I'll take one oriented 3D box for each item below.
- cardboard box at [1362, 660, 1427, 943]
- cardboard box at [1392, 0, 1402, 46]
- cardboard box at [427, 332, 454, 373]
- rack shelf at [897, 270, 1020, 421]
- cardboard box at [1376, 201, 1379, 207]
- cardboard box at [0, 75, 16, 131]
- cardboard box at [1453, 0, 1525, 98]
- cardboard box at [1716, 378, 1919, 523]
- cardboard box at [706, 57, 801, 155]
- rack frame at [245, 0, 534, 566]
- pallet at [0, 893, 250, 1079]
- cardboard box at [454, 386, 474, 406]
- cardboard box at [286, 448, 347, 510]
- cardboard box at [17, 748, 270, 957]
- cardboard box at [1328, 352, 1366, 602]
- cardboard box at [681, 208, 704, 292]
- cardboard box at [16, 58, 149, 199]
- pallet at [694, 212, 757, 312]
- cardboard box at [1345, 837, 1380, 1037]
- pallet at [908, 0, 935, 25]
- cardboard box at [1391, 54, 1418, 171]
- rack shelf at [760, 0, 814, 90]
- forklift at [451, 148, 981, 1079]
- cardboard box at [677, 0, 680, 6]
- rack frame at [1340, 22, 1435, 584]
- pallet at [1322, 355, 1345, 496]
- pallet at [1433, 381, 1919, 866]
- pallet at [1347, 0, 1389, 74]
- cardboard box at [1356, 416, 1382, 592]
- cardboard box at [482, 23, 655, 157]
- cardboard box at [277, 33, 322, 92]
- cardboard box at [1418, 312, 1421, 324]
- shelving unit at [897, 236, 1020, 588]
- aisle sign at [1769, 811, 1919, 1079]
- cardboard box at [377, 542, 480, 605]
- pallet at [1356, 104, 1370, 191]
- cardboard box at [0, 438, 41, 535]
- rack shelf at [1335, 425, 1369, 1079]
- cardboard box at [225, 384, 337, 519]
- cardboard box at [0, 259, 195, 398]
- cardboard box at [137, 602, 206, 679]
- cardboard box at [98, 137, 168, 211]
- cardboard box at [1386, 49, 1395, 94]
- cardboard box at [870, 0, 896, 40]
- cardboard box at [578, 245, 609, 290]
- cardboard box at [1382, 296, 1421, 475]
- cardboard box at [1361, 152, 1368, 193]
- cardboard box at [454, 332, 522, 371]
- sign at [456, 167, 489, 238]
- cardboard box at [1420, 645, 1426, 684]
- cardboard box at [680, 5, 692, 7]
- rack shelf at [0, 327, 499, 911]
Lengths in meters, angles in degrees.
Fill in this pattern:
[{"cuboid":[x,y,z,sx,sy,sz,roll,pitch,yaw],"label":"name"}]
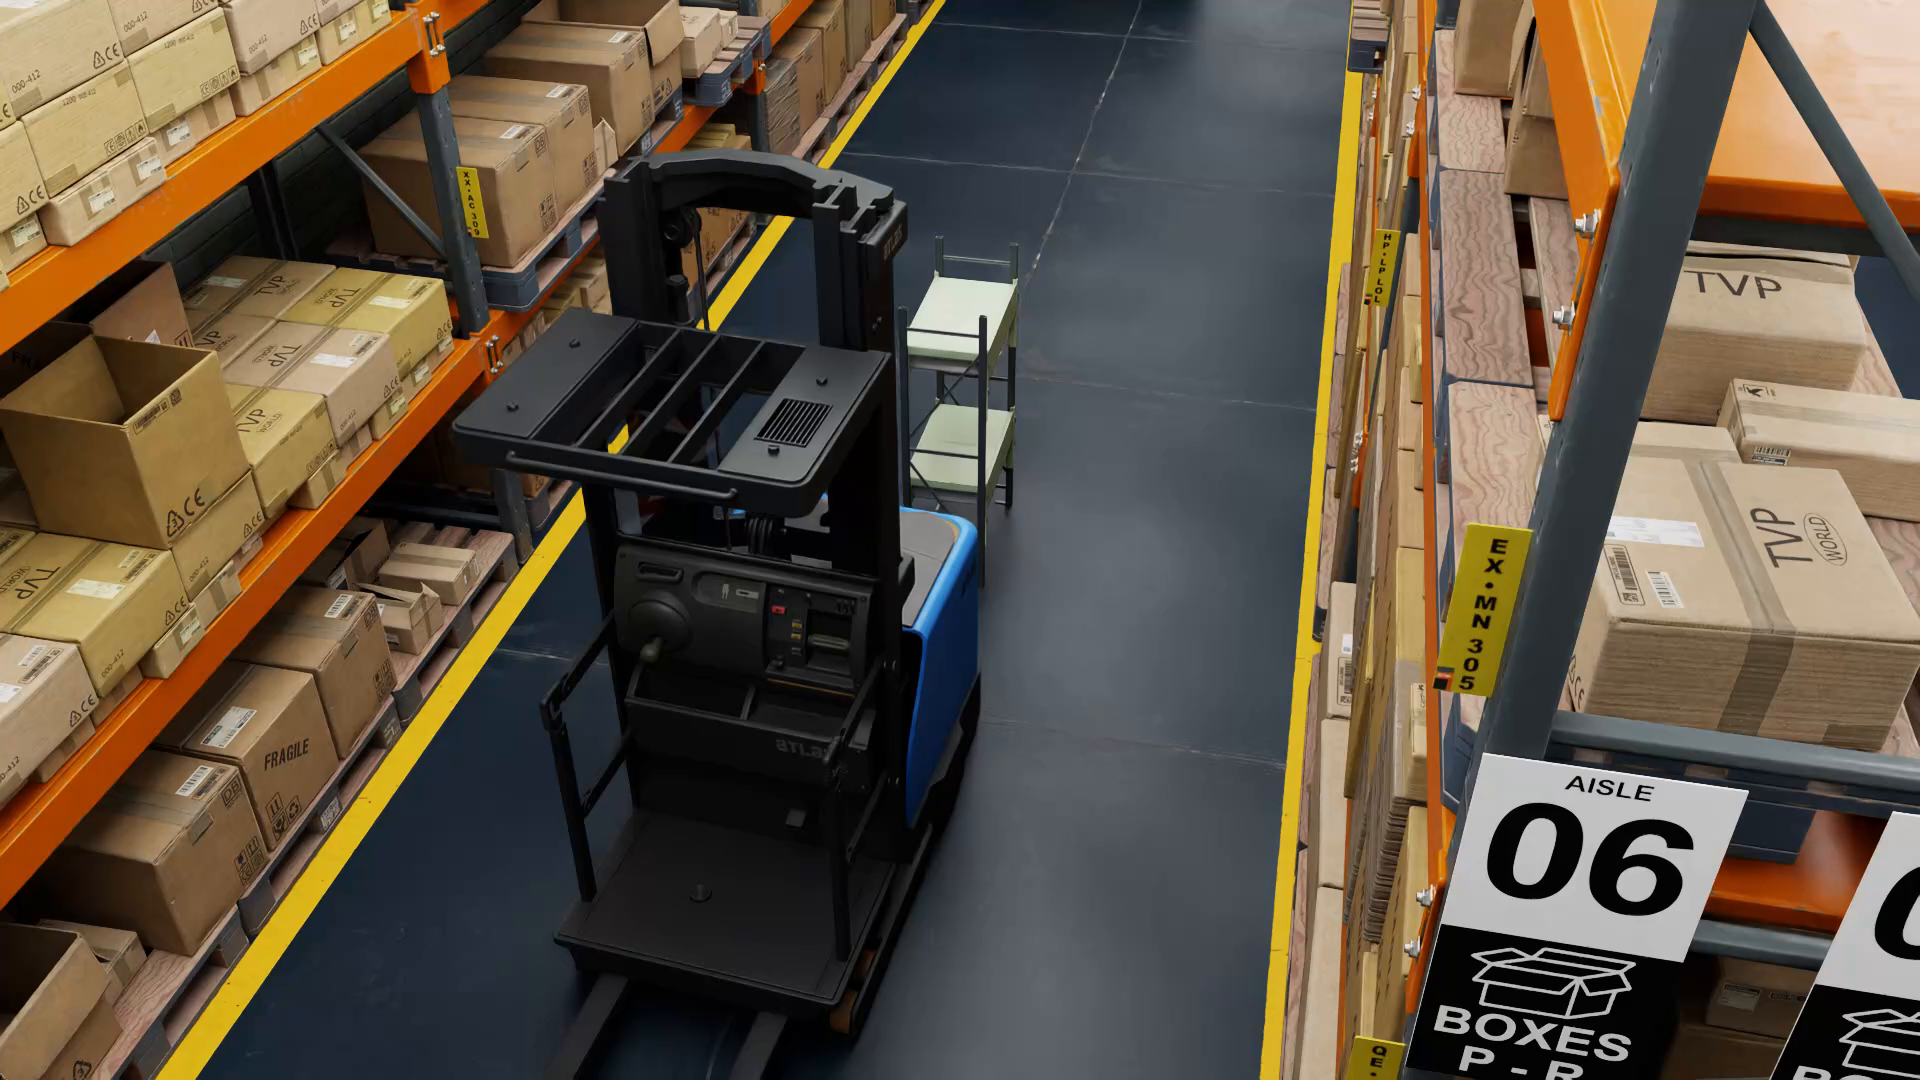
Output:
[{"cuboid":[1.287,0.675,4.096,0.500,0.500,0.500,7,37,10],"label":"cardboard box"},{"cuboid":[2.698,-3.050,9.235,0.500,0.500,0.500,6,36,8],"label":"cardboard box"},{"cuboid":[-2.484,-0.867,7.375,0.380,0.149,0.250,8,37,11],"label":"cardboard box"},{"cuboid":[0.001,-0.927,7.856,0.431,0.370,0.720,7,37,10],"label":"rack shelf"},{"cuboid":[2.482,-1.950,8.783,0.500,0.250,0.500,8,37,12],"label":"cardboard box"},{"cuboid":[-2.955,-1.169,4.469,0.500,0.250,0.500,7,36,9],"label":"cardboard box"},{"cuboid":[1.857,-1.718,5.251,0.500,0.500,0.500,8,37,11],"label":"cardboard box"},{"cuboid":[1.790,-0.189,3.439,0.380,0.149,0.250,9,37,12],"label":"cardboard box"},{"cuboid":[-1.661,-3.041,11.826,0.875,0.625,0.625,8,37,11],"label":"cardboard box"},{"cuboid":[-2.662,-1.184,7.597,1.000,3.000,0.127,7,37,10],"label":"rack frame"},{"cuboid":[-3.331,1.738,5.942,1.003,0.211,1.213,7,37,10],"label":"pallet"},{"cuboid":[-2.326,-0.776,8.255,0.380,0.149,0.250,9,37,12],"label":"cardboard box"},{"cuboid":[-2.659,-0.266,6.546,0.380,0.149,0.250,7,36,9],"label":"cardboard box"},{"cuboid":[-3.073,1.128,6.180,0.700,0.500,0.500,9,37,12],"label":"cardboard box"},{"cuboid":[2.242,-0.239,7.746,0.875,0.875,0.875,8,37,11],"label":"cardboard box"},{"cuboid":[-1.914,-1.779,10.191,0.500,0.500,0.500,9,37,12],"label":"cardboard box"},{"cuboid":[-2.857,-1.270,5.035,0.500,0.250,0.500,7,36,9],"label":"cardboard box"},{"cuboid":[-2.004,-1.924,10.996,1.003,0.211,1.213,7,37,10],"label":"pallet"},{"cuboid":[1.300,1.094,4.370,0.500,0.500,0.500,7,36,9],"label":"cardboard box"},{"cuboid":[-0.743,-5.092,15.365,1.003,0.211,1.213,7,37,10],"label":"pallet"},{"cuboid":[2.269,-1.882,7.624,0.500,0.500,0.500,8,37,11],"label":"cardboard box"},{"cuboid":[-1.381,-4.332,12.554,1.077,0.370,4.000,7,37,10],"label":"rack shelf"},{"cuboid":[-0.811,0.344,5.547,1.130,2.935,3.031,10,37,13],"label":"forklift"},{"cuboid":[-2.070,-3.412,10.229,0.500,0.500,0.500,9,37,12],"label":"cardboard box"},{"cuboid":[2.188,-0.564,6.742,1.000,3.000,0.127,7,37,10],"label":"rack frame"},{"cuboid":[2.537,-0.588,9.151,1.003,0.211,1.213,7,37,10],"label":"pallet"},{"cuboid":[1.482,0.124,3.312,1.003,0.211,1.213,7,37,10],"label":"pallet"},{"cuboid":[3.090,-3.201,10.544,1.213,0.211,1.003,7,37,10],"label":"pallet"},{"cuboid":[1.720,-0.080,5.989,0.500,0.500,0.500,8,37,10],"label":"cardboard box"},{"cuboid":[-2.062,-2.390,8.819,0.700,0.500,0.500,7,37,10],"label":"cardboard box"},{"cuboid":[-2.572,-1.760,6.051,0.380,0.149,0.250,8,37,12],"label":"cardboard box"},{"cuboid":[1.701,-0.688,5.423,0.380,0.149,0.250,7,37,10],"label":"cardboard box"},{"cuboid":[0.001,-0.611,8.085,0.431,1.500,0.755,7,37,10],"label":"shelving unit"},{"cuboid":[1.601,0.755,2.708,0.394,0.787,0.004,7,37,10],"label":"aisle sign"},{"cuboid":[-2.494,0.157,7.819,0.380,0.149,0.250,6,36,9],"label":"cardboard box"},{"cuboid":[3.473,-2.873,12.304,1.003,0.211,1.213,7,37,10],"label":"pallet"},{"cuboid":[-3.344,-0.126,6.012,0.500,0.250,0.500,7,37,10],"label":"cardboard box"},{"cuboid":[1.761,0.874,5.371,1.077,0.370,4.000,7,37,10],"label":"rack shelf"},{"cuboid":[-2.745,-0.347,6.318,0.500,0.250,0.500,7,37,10],"label":"cardboard box"},{"cuboid":[-3.240,-0.727,6.202,0.500,0.500,0.500,6,36,9],"label":"cardboard box"},{"cuboid":[-2.855,0.325,5.730,0.380,0.149,0.250,6,36,9],"label":"cardboard box"},{"cuboid":[-2.750,-1.167,5.232,0.380,0.149,0.250,8,37,11],"label":"cardboard box"},{"cuboid":[2.581,-2.443,9.036,0.500,0.250,0.500,8,37,11],"label":"cardboard box"},{"cuboid":[-1.054,-4.678,14.084,0.875,0.625,0.625,9,37,12],"label":"cardboard box"},{"cuboid":[-2.108,-1.533,9.299,0.380,0.149,0.250,9,37,12],"label":"cardboard box"},{"cuboid":[1.735,-0.478,5.686,0.500,0.500,0.500,7,36,9],"label":"cardboard box"},{"cuboid":[3.173,-2.285,10.999,0.950,0.372,0.625,5,36,7],"label":"cardboard box"},{"cuboid":[-2.385,-0.905,8.178,0.380,0.149,0.250,7,36,9],"label":"cardboard box"},{"cuboid":[-2.130,-1.471,7.255,0.100,0.325,0.005,7,37,10],"label":"sign"},{"cuboid":[1.312,0.344,3.999,0.380,0.149,0.250,8,37,11],"label":"cardboard box"},{"cuboid":[-1.962,-3.706,11.205,0.500,0.250,0.500,7,36,9],"label":"cardboard box"},{"cuboid":[-3.089,0.254,6.226,1.077,0.370,4.000,7,37,10],"label":"rack shelf"}]
